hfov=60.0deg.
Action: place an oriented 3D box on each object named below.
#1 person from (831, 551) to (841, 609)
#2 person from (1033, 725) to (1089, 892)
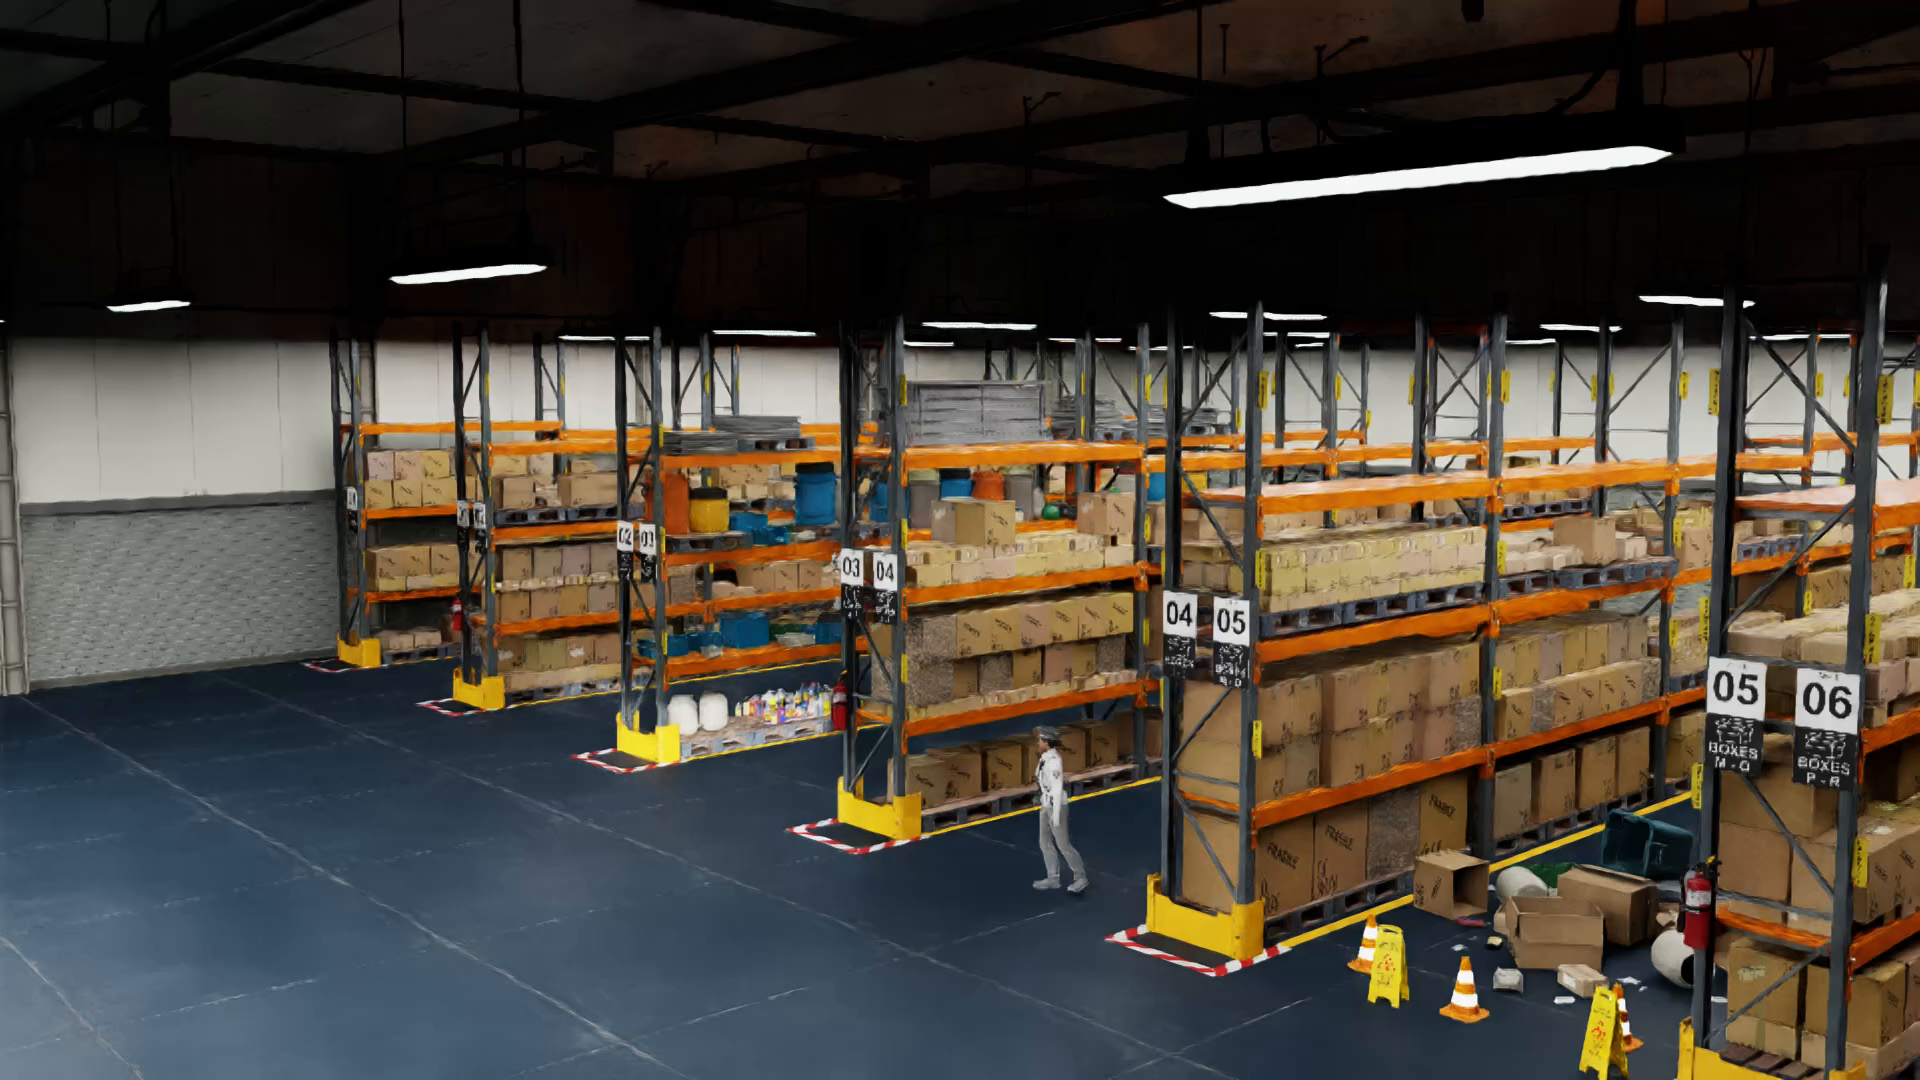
[{"bbox_3d":[-2.520,0.838,34.988,1.187,1.694,0.601,-5,8,-44],"label":"person"},{"bbox_3d":[1.007,2.695,16.739,0.528,1.662,0.514,0,6,-5],"label":"person"}]
